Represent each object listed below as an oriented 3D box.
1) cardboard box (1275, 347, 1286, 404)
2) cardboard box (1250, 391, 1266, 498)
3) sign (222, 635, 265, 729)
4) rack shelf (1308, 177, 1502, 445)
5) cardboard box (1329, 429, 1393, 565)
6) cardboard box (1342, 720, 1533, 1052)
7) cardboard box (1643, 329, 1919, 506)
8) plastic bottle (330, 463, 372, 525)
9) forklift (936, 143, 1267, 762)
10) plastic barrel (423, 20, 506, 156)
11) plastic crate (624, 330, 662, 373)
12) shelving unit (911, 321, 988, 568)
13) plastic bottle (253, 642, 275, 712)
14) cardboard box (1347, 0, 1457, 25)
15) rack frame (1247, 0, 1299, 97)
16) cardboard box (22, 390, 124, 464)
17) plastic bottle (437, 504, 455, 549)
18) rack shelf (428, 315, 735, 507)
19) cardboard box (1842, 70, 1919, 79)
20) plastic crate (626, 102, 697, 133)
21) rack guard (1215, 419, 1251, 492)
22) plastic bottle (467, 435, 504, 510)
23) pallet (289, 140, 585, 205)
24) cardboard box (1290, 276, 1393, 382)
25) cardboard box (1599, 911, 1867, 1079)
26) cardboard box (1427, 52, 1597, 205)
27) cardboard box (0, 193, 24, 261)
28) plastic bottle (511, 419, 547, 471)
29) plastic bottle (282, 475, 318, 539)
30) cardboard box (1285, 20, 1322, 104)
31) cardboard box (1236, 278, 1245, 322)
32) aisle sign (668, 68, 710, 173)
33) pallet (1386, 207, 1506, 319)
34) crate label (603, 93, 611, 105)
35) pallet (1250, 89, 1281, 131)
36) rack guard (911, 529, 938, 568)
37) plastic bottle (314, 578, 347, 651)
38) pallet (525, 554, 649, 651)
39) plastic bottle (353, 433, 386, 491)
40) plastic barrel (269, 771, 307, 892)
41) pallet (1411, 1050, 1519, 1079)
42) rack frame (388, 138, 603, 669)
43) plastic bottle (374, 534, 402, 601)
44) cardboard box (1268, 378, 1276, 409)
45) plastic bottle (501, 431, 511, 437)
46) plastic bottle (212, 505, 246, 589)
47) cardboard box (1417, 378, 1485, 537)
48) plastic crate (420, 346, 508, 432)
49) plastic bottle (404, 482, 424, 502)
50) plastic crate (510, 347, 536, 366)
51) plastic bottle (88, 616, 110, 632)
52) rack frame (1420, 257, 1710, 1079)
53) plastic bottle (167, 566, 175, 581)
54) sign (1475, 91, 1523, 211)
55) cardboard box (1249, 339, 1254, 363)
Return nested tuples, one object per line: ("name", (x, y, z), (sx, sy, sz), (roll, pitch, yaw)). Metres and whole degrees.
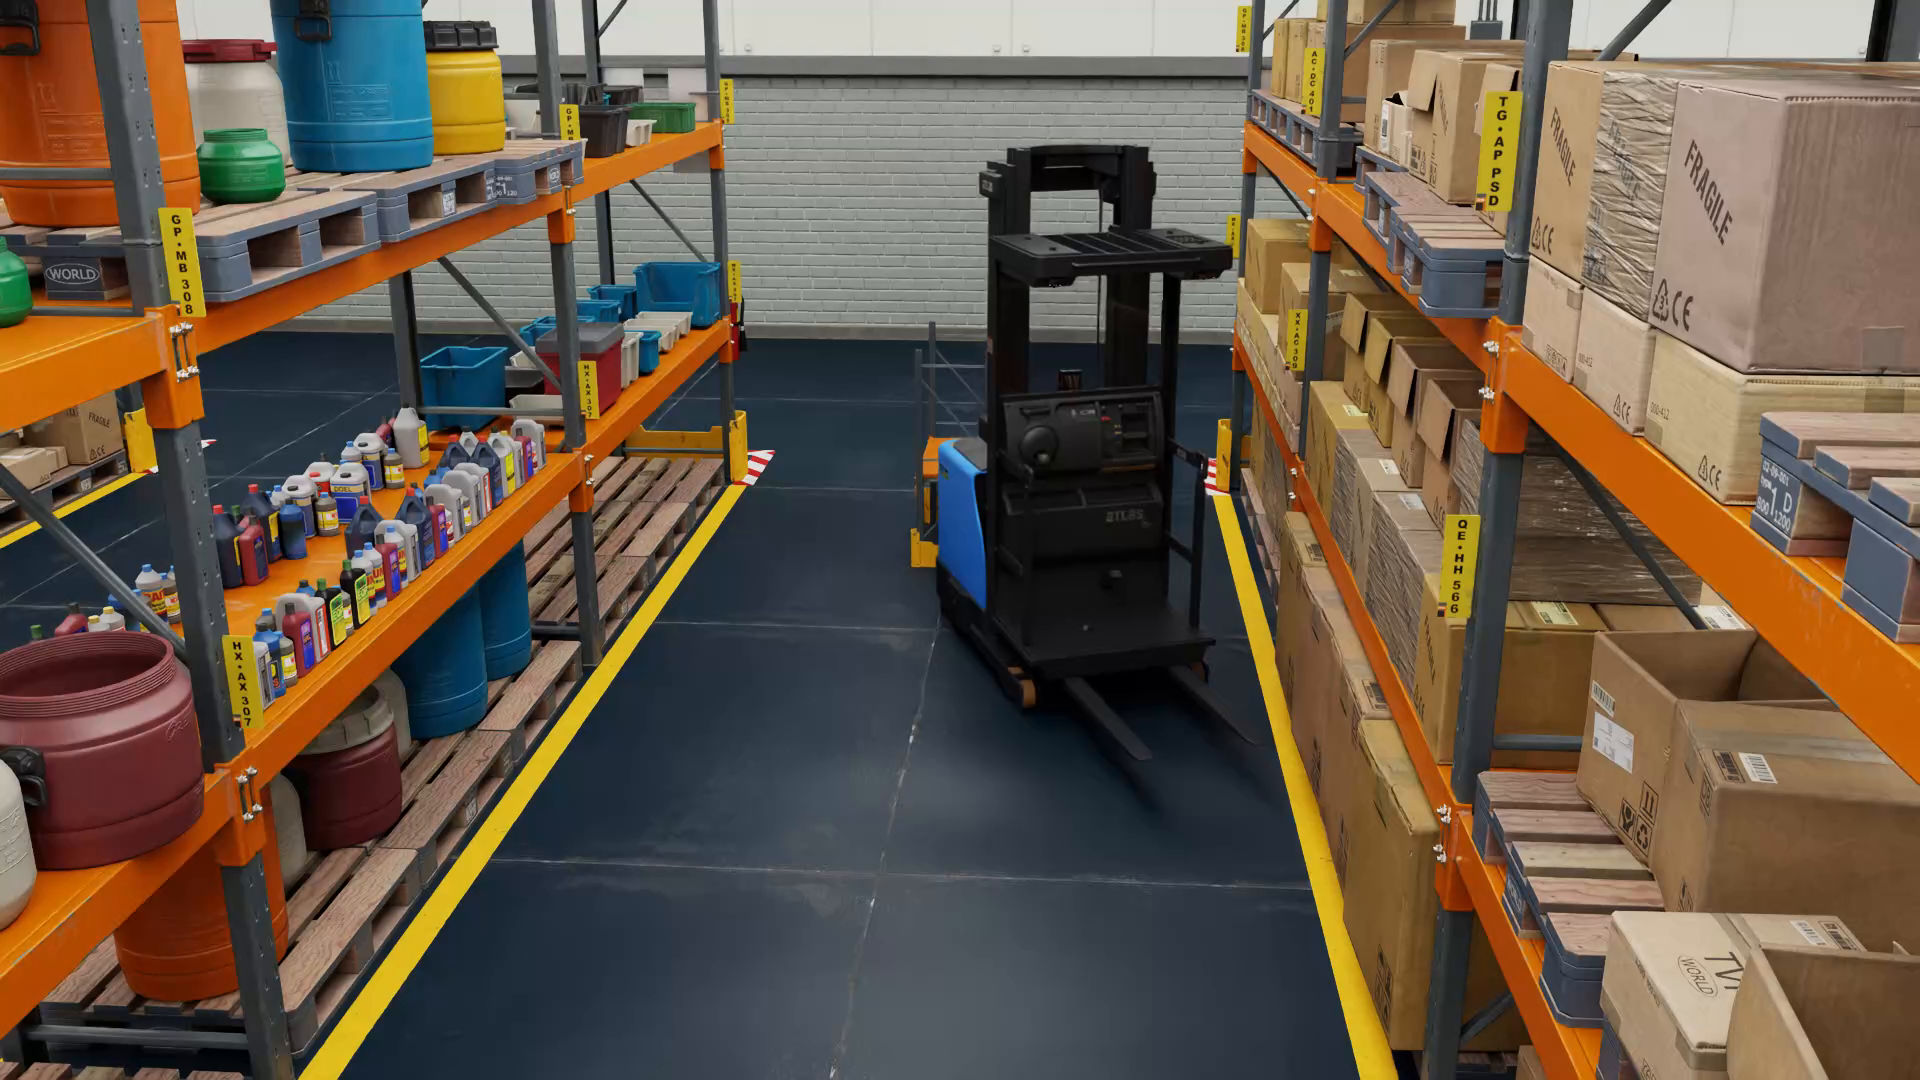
("cardboard box", (2.144, -0.973, 9.840), (0.500, 0.250, 0.500), (2, 18, 6))
("cardboard box", (2.660, -0.831, 12.380), (0.875, 0.875, 0.875), (1, 18, 4))
("sign", (-2.338, 0.465, 5.426), (0.100, 0.325, 0.005), (1, 18, 4))
("rack shelf", (2.196, -1.062, 6.685), (1.077, 0.370, 4.000), (1, 18, 4))
("cardboard box", (1.986, -0.198, 7.550), (0.500, 0.500, 0.500), (1, 18, 3))
("cardboard box", (2.123, 1.239, 6.063), (1.225, 0.875, 0.875), (0, 18, 1))
("cardboard box", (1.701, -0.252, 3.298), (0.500, 0.250, 0.500), (2, 18, 5))
("plastic bottle", (-2.929, -0.225, 7.992), (0.152, 0.276, 0.135), (1, 18, 4))
("forklift", (0.756, -0.603, 9.056), (1.130, 2.935, 3.031), (-5, 19, -16))
("plastic barrel", (-2.464, -2.137, 7.832), (0.600, 0.588, 0.600), (0, 18, 0))
("plastic crate", (-2.206, -1.258, 11.117), (0.416, 0.233, 0.300), (1, 18, 4))
("shelving unit", (-0.005, -0.689, 11.617), (0.587, 1.500, 1.083), (1, 18, 4))
("plastic bottle", (-2.534, 0.464, 5.889), (0.152, 0.276, 0.135), (1, 18, 4))
("cardboard box", (2.413, -2.968, 9.146), (0.500, 0.250, 0.500), (0, 18, 0))
("rack frame", (2.626, -4.693, 11.793), (1.000, 3.000, 0.127), (1, 18, 4))
("cardboard box", (-7.048, -0.911, 13.194), (0.500, 0.500, 0.500), (1, 18, 4))
("plastic bottle", (-2.376, -0.066, 7.625), (0.097, 0.201, 0.097), (0, 18, 0))
("rack shelf", (-2.458, -0.989, 11.281), (1.077, 0.370, 4.000), (1, 18, 4))
("cardboard box", (2.242, -0.755, 3.628), (0.500, 0.500, 0.500), (1, 18, 4))
("plastic crate", (-2.100, -2.965, 11.676), (0.450, 0.188, 0.336), (1, 18, 4))
("rack guard", (2.628, -0.662, 13.139), (1.175, 0.500, 0.348), (1, 18, 4))
("plastic bottle", (-2.354, -0.337, 8.212), (0.144, 0.351, 0.185), (1, 18, 4))
("pallet", (-2.560, -1.800, 8.086), (1.213, 0.211, 1.003), (1, 18, 4))
("cardboard box", (2.106, -1.175, 9.250), (0.500, 0.500, 0.500), (2, 18, 5))
("cardboard box", (1.703, 1.030, 3.529), (0.500, 0.250, 0.500), (1, 18, 2))
("cardboard box", (1.999, -1.491, 6.004), (0.500, 0.500, 0.500), (2, 18, 7))
("cardboard box", (-7.048, -2.286, 12.315), (0.500, 0.500, 0.500), (2, 18, 5))
("plastic bottle", (-2.307, -0.522, 8.897), (0.152, 0.276, 0.135), (1, 18, 4))
("plastic bottle", (-3.097, -0.156, 7.782), (0.152, 0.276, 0.135), (1, 18, 4))
("cardboard box", (2.493, -3.066, 10.648), (0.700, 0.500, 0.500), (0, 18, 0))
("cardboard box", (2.322, -1.769, 12.268), (0.500, 0.250, 0.500), (1, 18, 2))
("aisle sign", (-2.017, -3.204, 12.708), (0.394, 0.787, 0.004), (1, 18, 4))
("pallet", (2.046, -0.894, 5.321), (1.213, 0.211, 1.003), (2, 18, 6))
("crate label", (-2.703, -3.028, 11.768), (0.408, 0.251, 0.502), (1, 18, 4))
("pallet", (2.583, -2.995, 11.570), (1.003, 0.211, 1.213), (1, 18, 4))
("rack guard", (-0.041, 0.060, 11.340), (0.587, 0.250, 0.087), (1, 18, 4))
("plastic bottle", (-2.446, 0.276, 6.451), (0.061, 0.283, 0.133), (1, 18, 4))
("pallet", (-2.587, 0.386, 10.407), (1.003, 0.211, 1.213), (1, 18, 4))
("plastic bottle", (-3.040, -0.402, 8.533), (0.152, 0.276, 0.135), (1, 18, 4))
("plastic barrel", (-2.918, 1.185, 6.810), (0.421, 0.512, 0.421), (0, 18, 0))
("pallet", (2.184, 1.725, 6.321), (1.003, 0.211, 1.213), (1, 18, 4))
("rack frame", (-2.601, -0.710, 9.273), (1.000, 3.000, 0.127), (1, 18, 4))
("plastic bottle", (-2.406, 0.103, 6.980), (0.061, 0.283, 0.133), (1, 18, 4))
("cardboard box", (2.108, -0.902, 10.262), (0.380, 0.149, 0.250), (2, 18, 5))
("plastic bottle", (-2.432, -0.483, 8.899), (0.097, 0.201, 0.097), (0, 18, 0))
("plastic bottle", (-3.149, 0.017, 7.133), (0.144, 0.351, 0.185), (1, 18, 4))
("cardboard box", (2.171, -0.311, 6.282), (0.797, 0.503, 0.637), (2, 18, 5))
("plastic crate", (-2.908, -0.884, 9.732), (0.392, 0.384, 0.575), (1, 18, 4))
("plastic bottle", (-2.521, -0.133, 7.717), (0.097, 0.271, 0.097), (0, 18, 0))
("plastic crate", (-2.776, -1.161, 10.976), (0.293, 0.136, 0.466), (1, 18, 4))
("plastic bottle", (-3.241, 0.384, 6.252), (0.097, 0.201, 0.097), (0, 18, 0))
("rack frame", (2.053, 0.643, 5.144), (1.000, 3.000, 0.127), (1, 18, 4))
("plastic bottle", (-3.199, 0.203, 6.806), (0.097, 0.201, 0.097), (0, 18, 0))
("sign", (1.500, -1.081, 4.630), (0.100, 0.325, 0.005), (1, 18, 4))
("cardboard box", (2.200, -1.300, 11.478), (0.380, 0.149, 0.250), (1, 18, 3))
